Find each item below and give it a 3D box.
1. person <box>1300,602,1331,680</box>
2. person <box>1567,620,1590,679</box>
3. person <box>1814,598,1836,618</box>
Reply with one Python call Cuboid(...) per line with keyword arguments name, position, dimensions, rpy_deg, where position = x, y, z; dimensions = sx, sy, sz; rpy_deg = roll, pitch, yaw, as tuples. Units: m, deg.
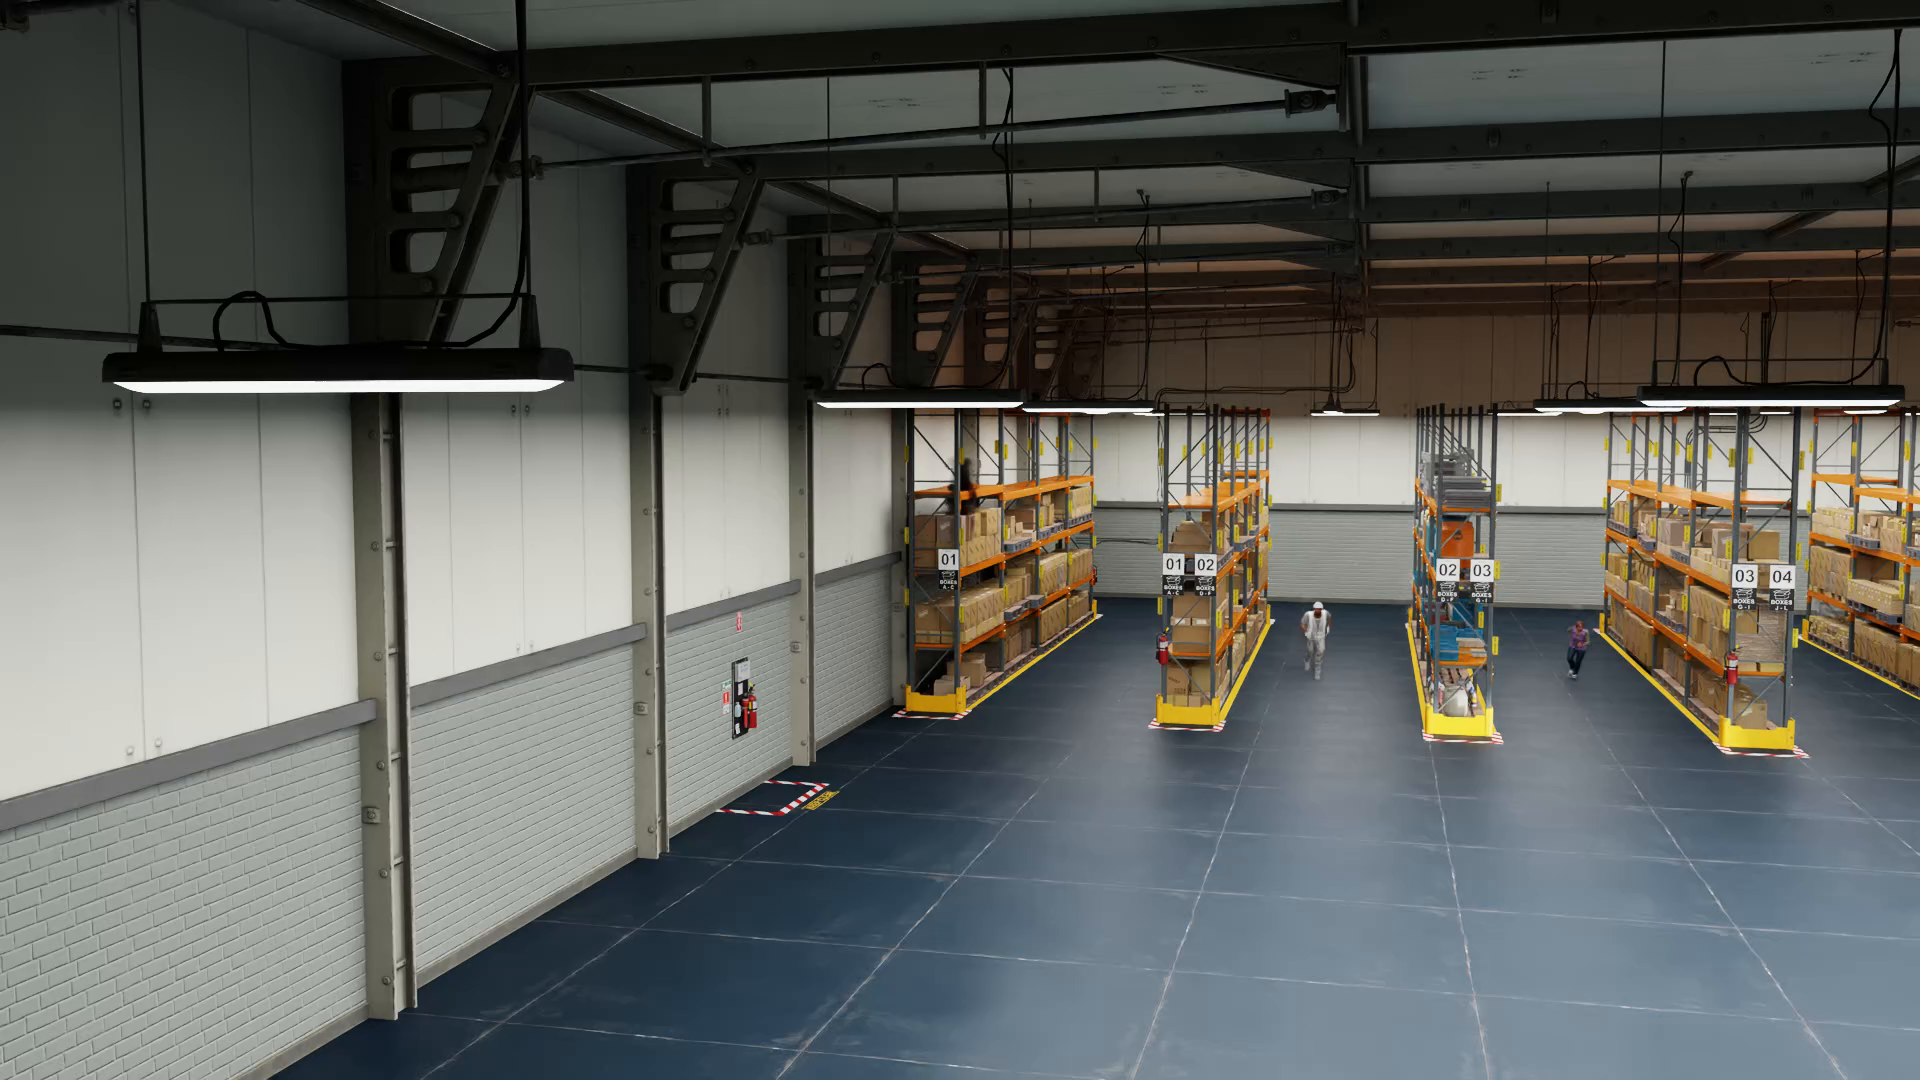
Cuboid(name="person", position=(7.879, 2.196, 36.996), dimensions=(0.722, 1.733, 1.040), rpy_deg=(0, 4, -6))
Cuboid(name="person", position=(13.465, 2.396, 36.264), dimensions=(0.547, 1.352, 0.929), rpy_deg=(2, 5, 27))
Cuboid(name="person", position=(23.465, 1.685, 44.991), dimensions=(0.615, 1.572, 0.549), rpy_deg=(-1, 4, -8))
